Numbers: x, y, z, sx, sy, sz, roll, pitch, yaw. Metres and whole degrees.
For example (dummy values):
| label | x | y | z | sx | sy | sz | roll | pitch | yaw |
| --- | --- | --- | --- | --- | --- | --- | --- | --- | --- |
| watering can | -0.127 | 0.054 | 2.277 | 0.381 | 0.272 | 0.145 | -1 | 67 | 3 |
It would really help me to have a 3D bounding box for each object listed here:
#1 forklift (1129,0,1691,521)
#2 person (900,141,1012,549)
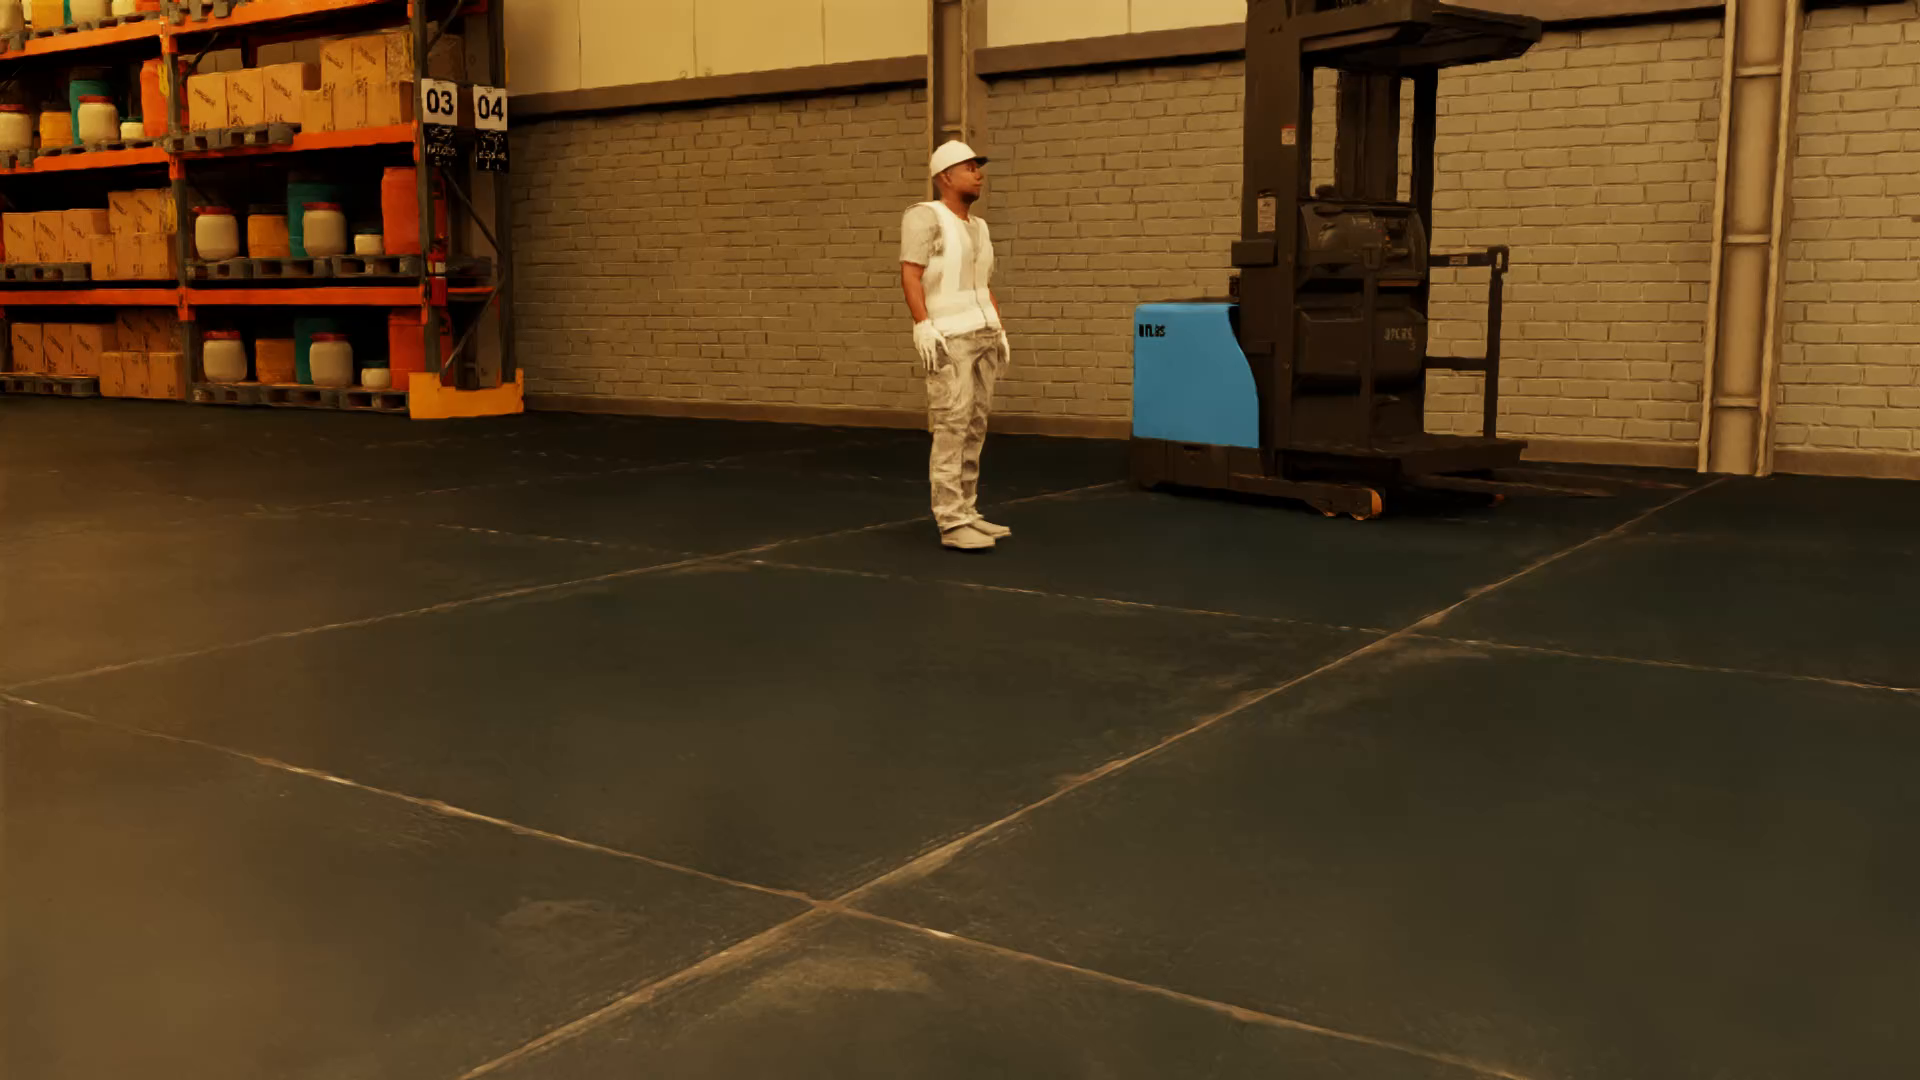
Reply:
| label | x | y | z | sx | sy | sz | roll | pitch | yaw |
| --- | --- | --- | --- | --- | --- | --- | --- | --- | --- |
| forklift | 2.257 | -1.623 | 8.607 | 1.130 | 2.935 | 3.031 | -6 | 10 | -36 |
| person | 0.055 | -0.883 | 7.431 | 0.576 | 1.782 | 0.655 | 5 | 10 | 34 |
